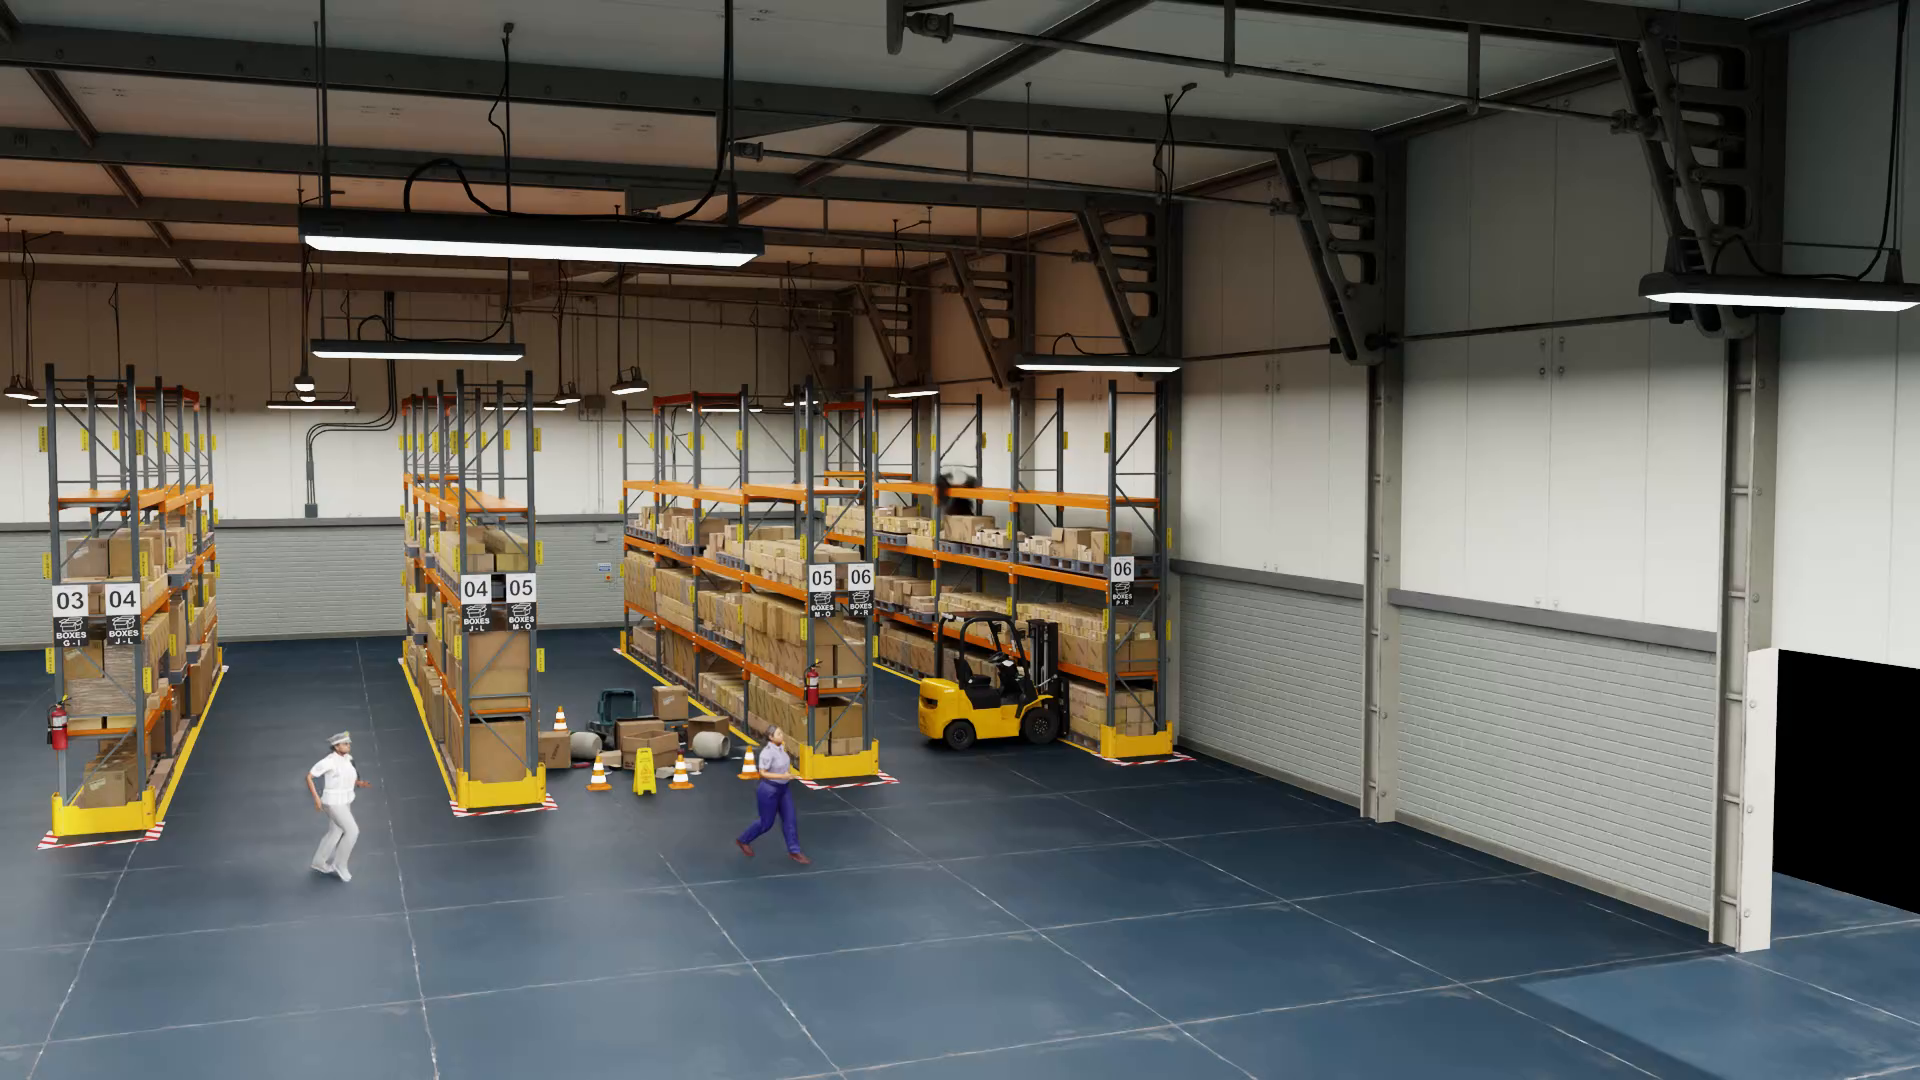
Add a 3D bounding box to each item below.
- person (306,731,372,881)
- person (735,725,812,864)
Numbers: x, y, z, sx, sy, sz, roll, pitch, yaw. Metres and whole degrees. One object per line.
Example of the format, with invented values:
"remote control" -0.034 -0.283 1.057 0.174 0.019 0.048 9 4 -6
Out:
"person" -7.121 3.050 19.085 0.801 1.726 0.536 1 3 10
"person" -2.226 3.013 19.732 0.941 1.653 0.608 1 4 21
